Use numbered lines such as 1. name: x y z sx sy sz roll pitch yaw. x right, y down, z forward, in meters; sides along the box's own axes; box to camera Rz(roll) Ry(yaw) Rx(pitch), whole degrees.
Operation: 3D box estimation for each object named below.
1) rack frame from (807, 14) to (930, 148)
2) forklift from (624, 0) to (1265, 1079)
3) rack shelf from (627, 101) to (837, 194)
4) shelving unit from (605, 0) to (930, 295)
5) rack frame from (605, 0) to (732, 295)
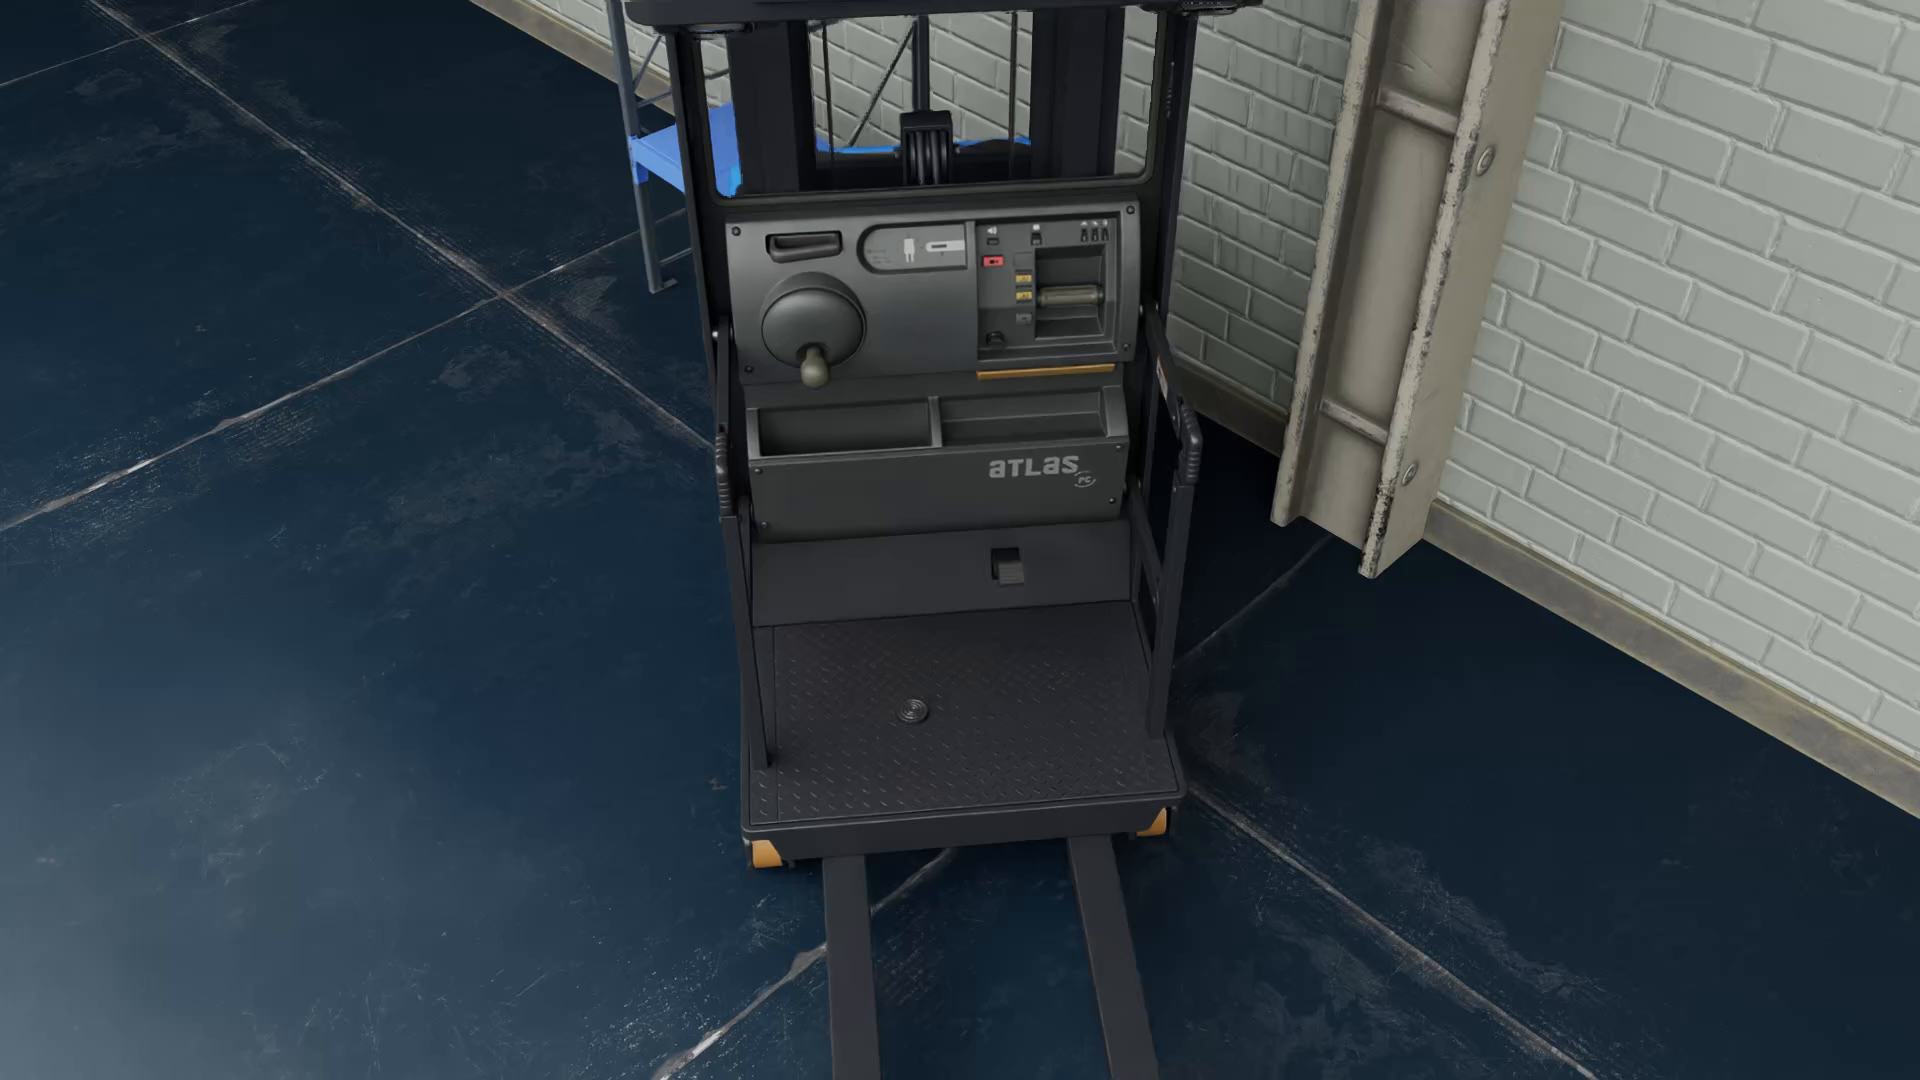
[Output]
1. rack frame: -0.290 -1.085 5.319 0.500 1.500 0.032 -32 51 -30
2. forklift: -0.030 -0.475 3.604 1.130 2.935 3.031 -4 43 -4
3. rack shelf: -0.633 -1.208 5.717 0.538 0.185 1.000 -32 51 -30
4. shelving unit: -0.633 -1.340 5.595 0.538 1.500 1.048 -32 51 -30
5. rack frame: -0.976 -1.595 5.871 0.500 1.500 0.032 -32 51 -30
